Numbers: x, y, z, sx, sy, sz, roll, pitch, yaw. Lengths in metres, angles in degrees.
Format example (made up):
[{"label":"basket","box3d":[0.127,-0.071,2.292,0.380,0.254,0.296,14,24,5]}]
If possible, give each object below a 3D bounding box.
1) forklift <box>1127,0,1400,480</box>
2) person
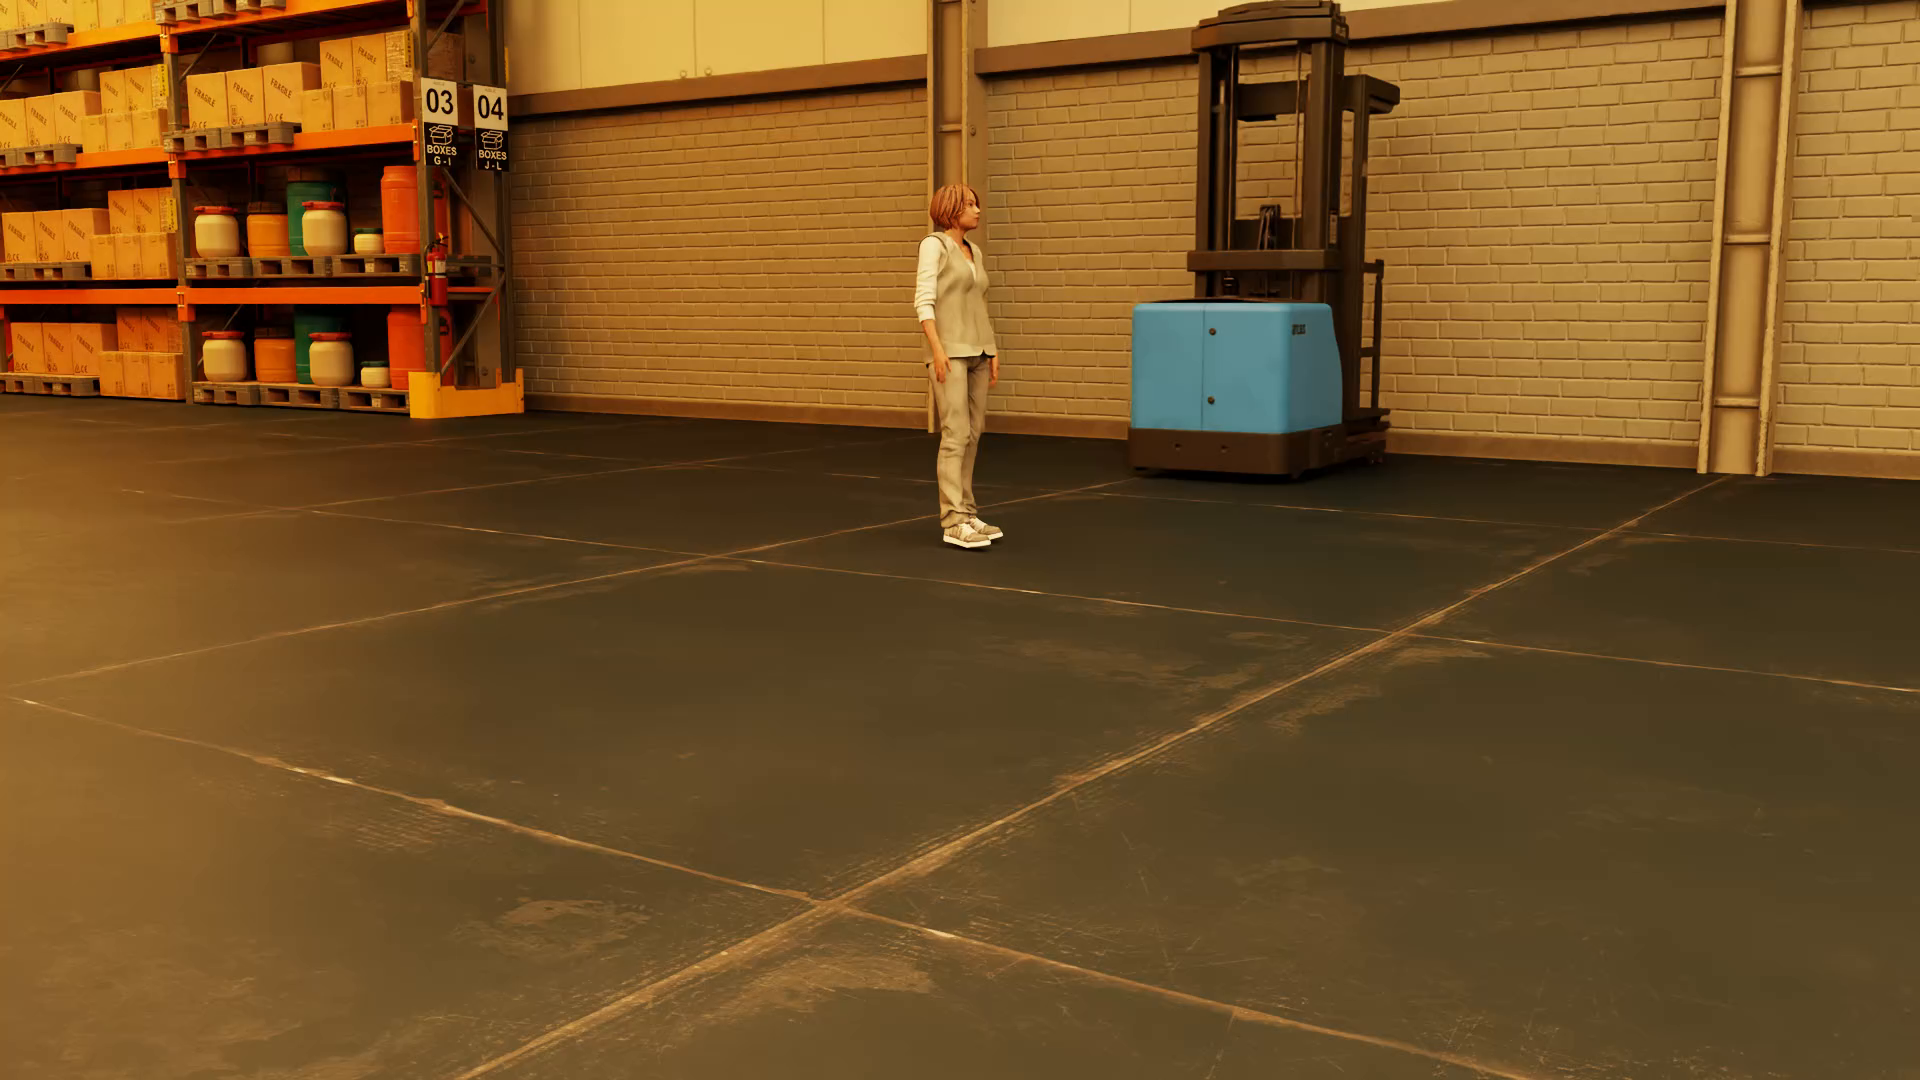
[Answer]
[{"label":"forklift","box3d":[2.240,-1.979,11.107,1.130,2.935,3.031,5,9,31]},{"label":"person","box3d":[0.054,-0.787,7.438,0.473,1.592,0.521,5,10,34]}]
